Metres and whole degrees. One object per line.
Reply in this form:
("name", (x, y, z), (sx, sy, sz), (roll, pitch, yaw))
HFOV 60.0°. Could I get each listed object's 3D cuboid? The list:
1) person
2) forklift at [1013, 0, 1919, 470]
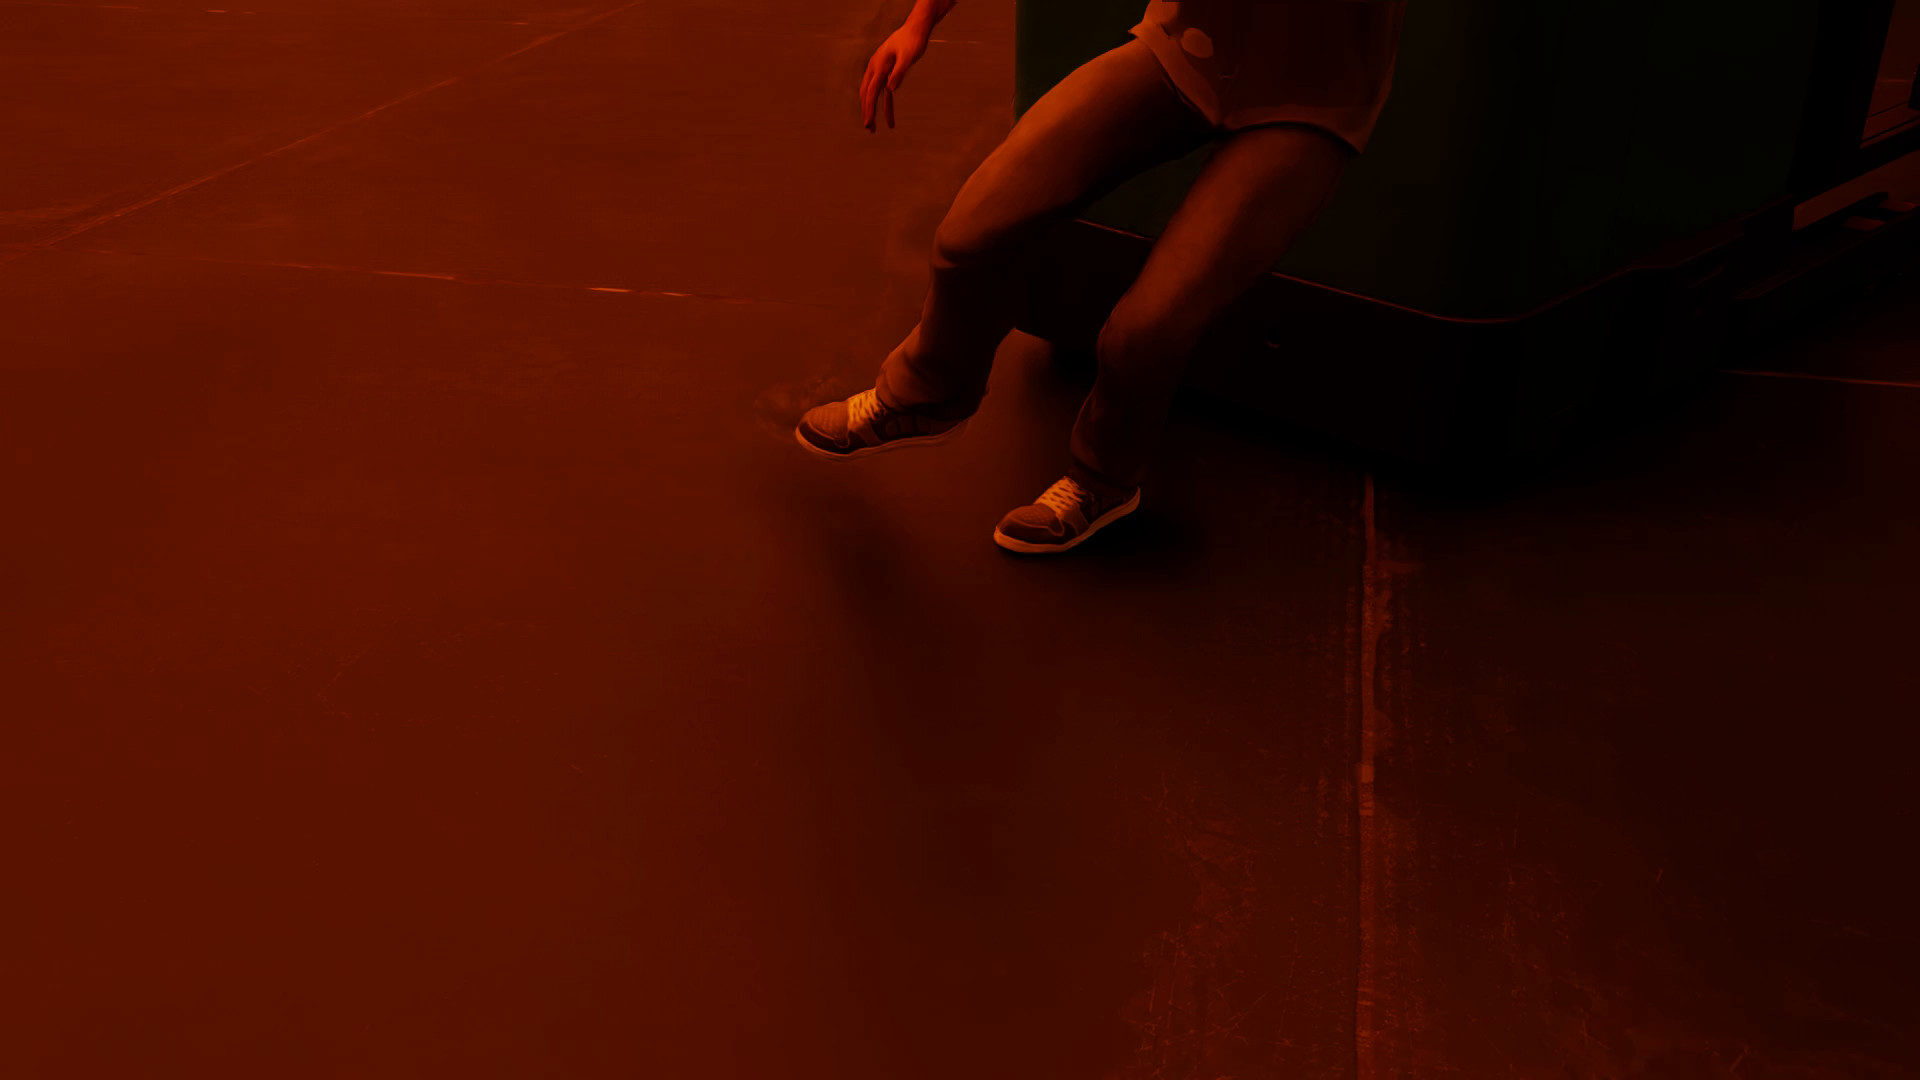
("person", (0.160, -0.516, 2.034), (1.026, 1.363, 0.849), (12, 29, 22))
("forklift", (1.492, -1.974, 3.159), (3.031, 2.935, 1.130), (-24, 35, -38))
